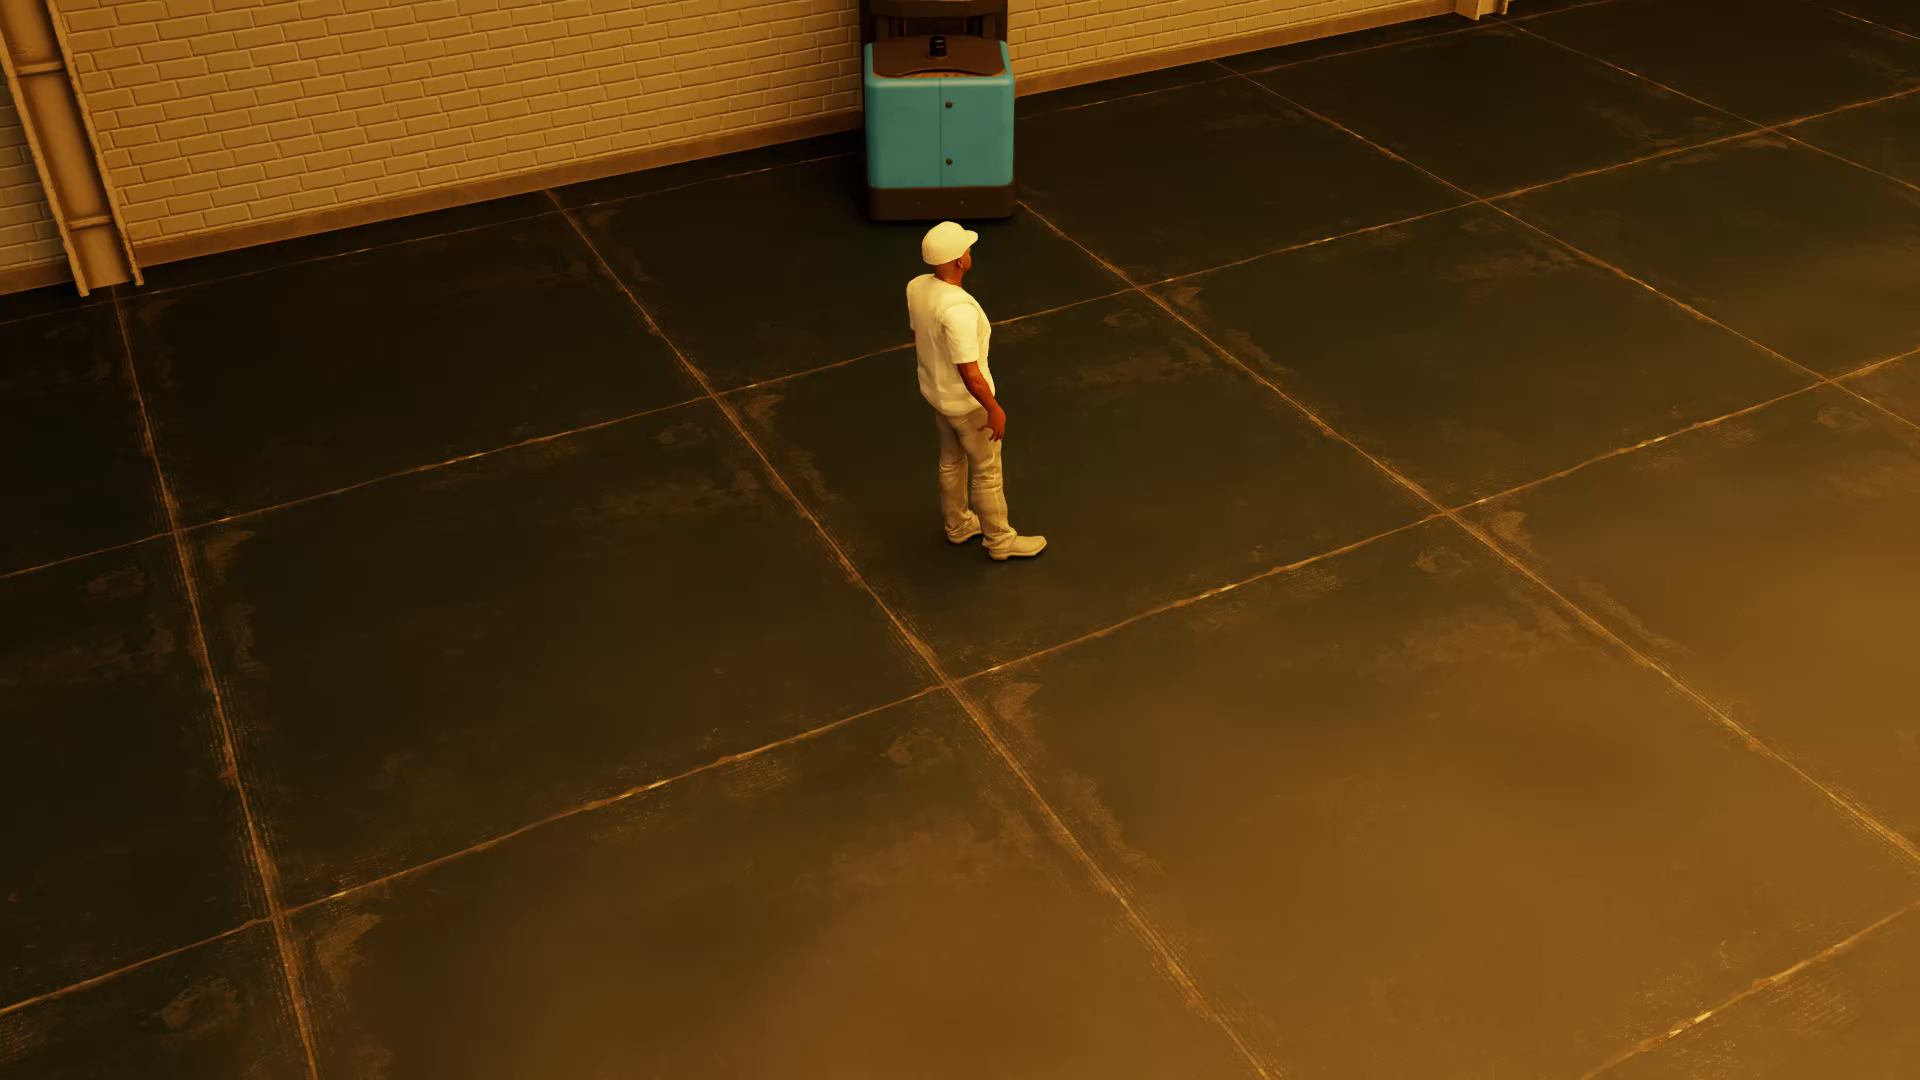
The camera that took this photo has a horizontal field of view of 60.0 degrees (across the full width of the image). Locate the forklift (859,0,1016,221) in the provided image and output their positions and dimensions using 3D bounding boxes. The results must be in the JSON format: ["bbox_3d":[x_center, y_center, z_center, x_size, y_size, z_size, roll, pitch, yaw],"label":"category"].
[{"bbox_3d":[-0.209,-4.274,12.170,1.130,2.935,3.031,-2,35,-2],"label":"forklift"}]

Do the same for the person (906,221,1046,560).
[{"bbox_3d":[0.065,-0.741,8.173,0.575,1.762,0.665,-17,39,-23],"label":"person"}]
